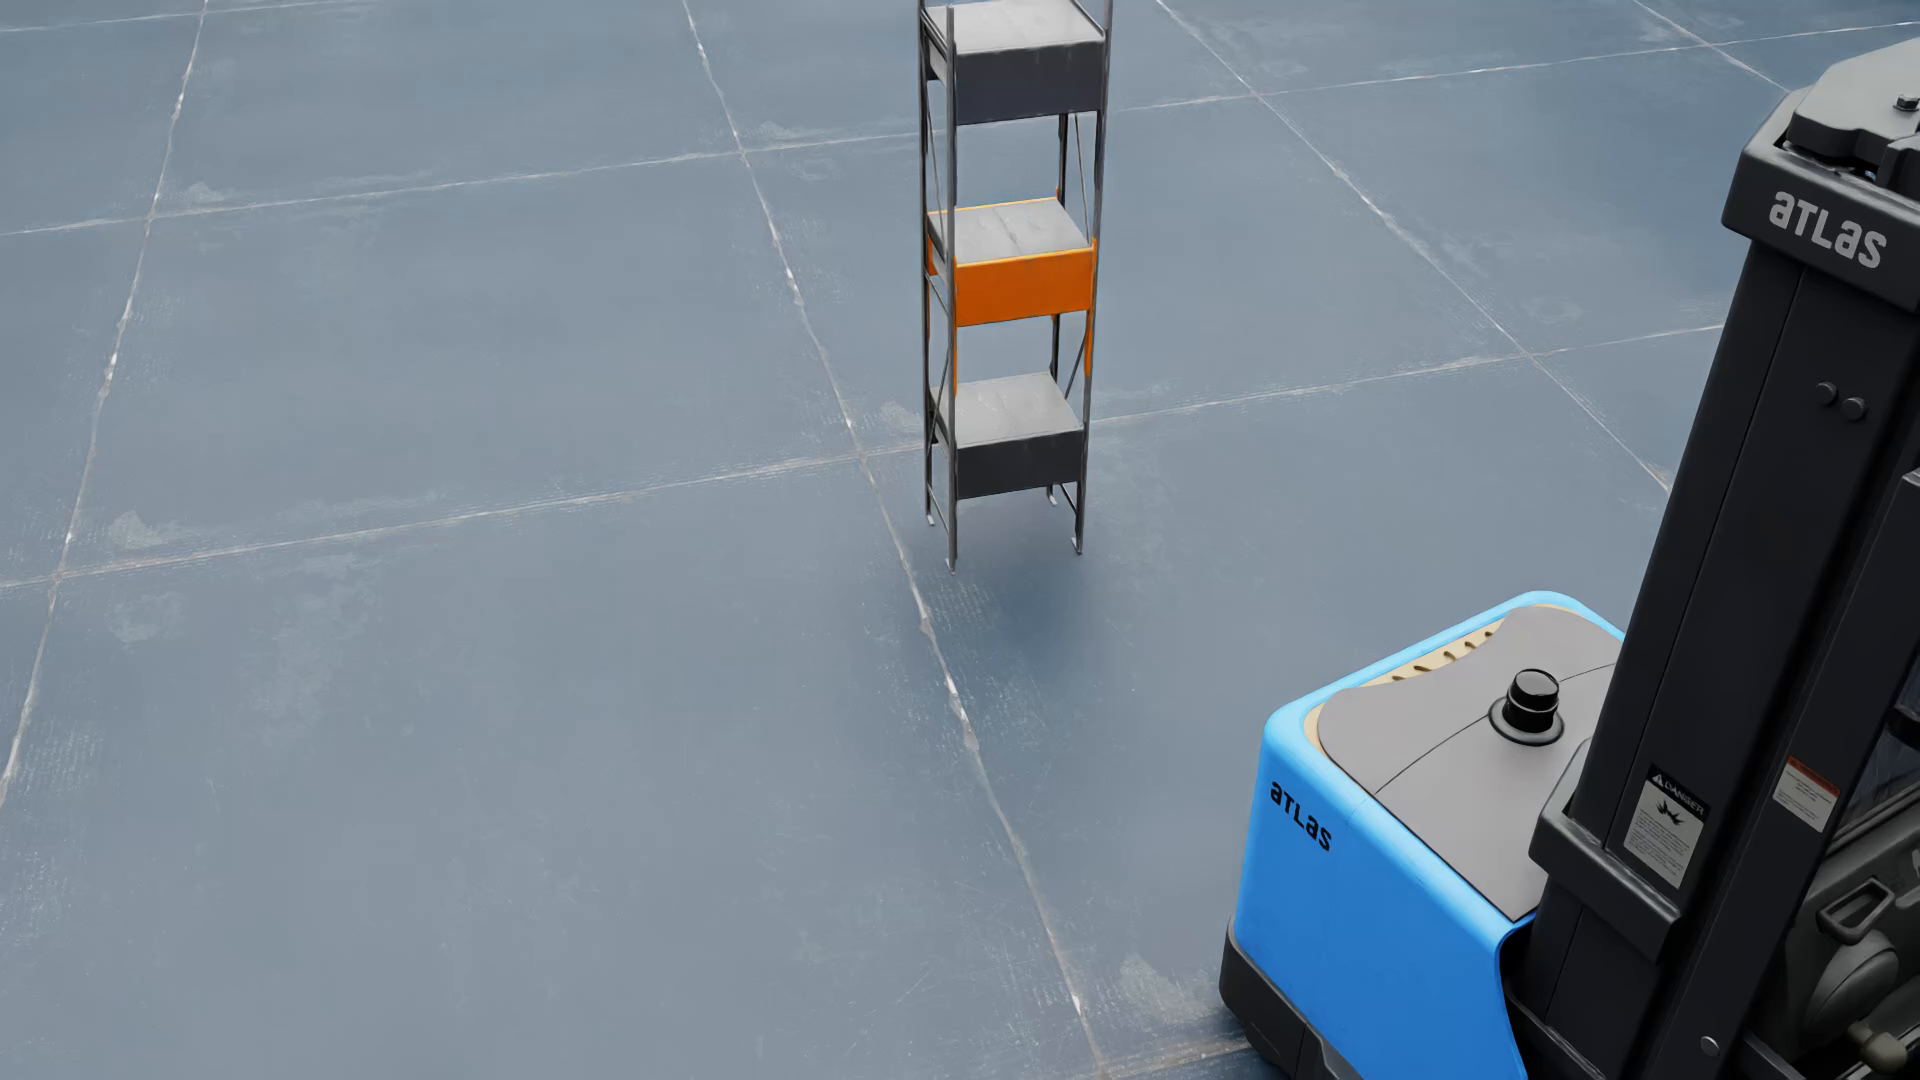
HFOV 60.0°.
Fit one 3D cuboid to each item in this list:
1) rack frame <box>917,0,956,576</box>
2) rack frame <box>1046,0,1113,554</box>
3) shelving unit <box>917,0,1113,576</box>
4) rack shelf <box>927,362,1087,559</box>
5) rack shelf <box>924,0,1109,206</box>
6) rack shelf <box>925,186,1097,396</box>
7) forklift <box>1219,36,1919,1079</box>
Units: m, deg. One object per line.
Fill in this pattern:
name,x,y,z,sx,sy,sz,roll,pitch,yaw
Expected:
rack frame,-0.076,-0.822,5.596,0.015,2.100,0.400,-9,38,-12
rack frame,0.395,-0.899,5.697,0.015,2.100,0.400,-9,38,-12
shelving unit,0.160,-0.860,5.646,0.503,2.100,0.431,-9,38,-12
rack shelf,0.160,-0.293,6.080,0.480,0.518,0.431,-9,38,-12
rack shelf,0.160,-1.405,5.229,0.480,0.518,0.431,-9,38,-12
rack shelf,0.160,-0.849,5.655,0.480,0.518,0.431,-9,38,-12
forklift,1.907,0.713,2.906,1.130,2.935,3.031,-21,42,-25
